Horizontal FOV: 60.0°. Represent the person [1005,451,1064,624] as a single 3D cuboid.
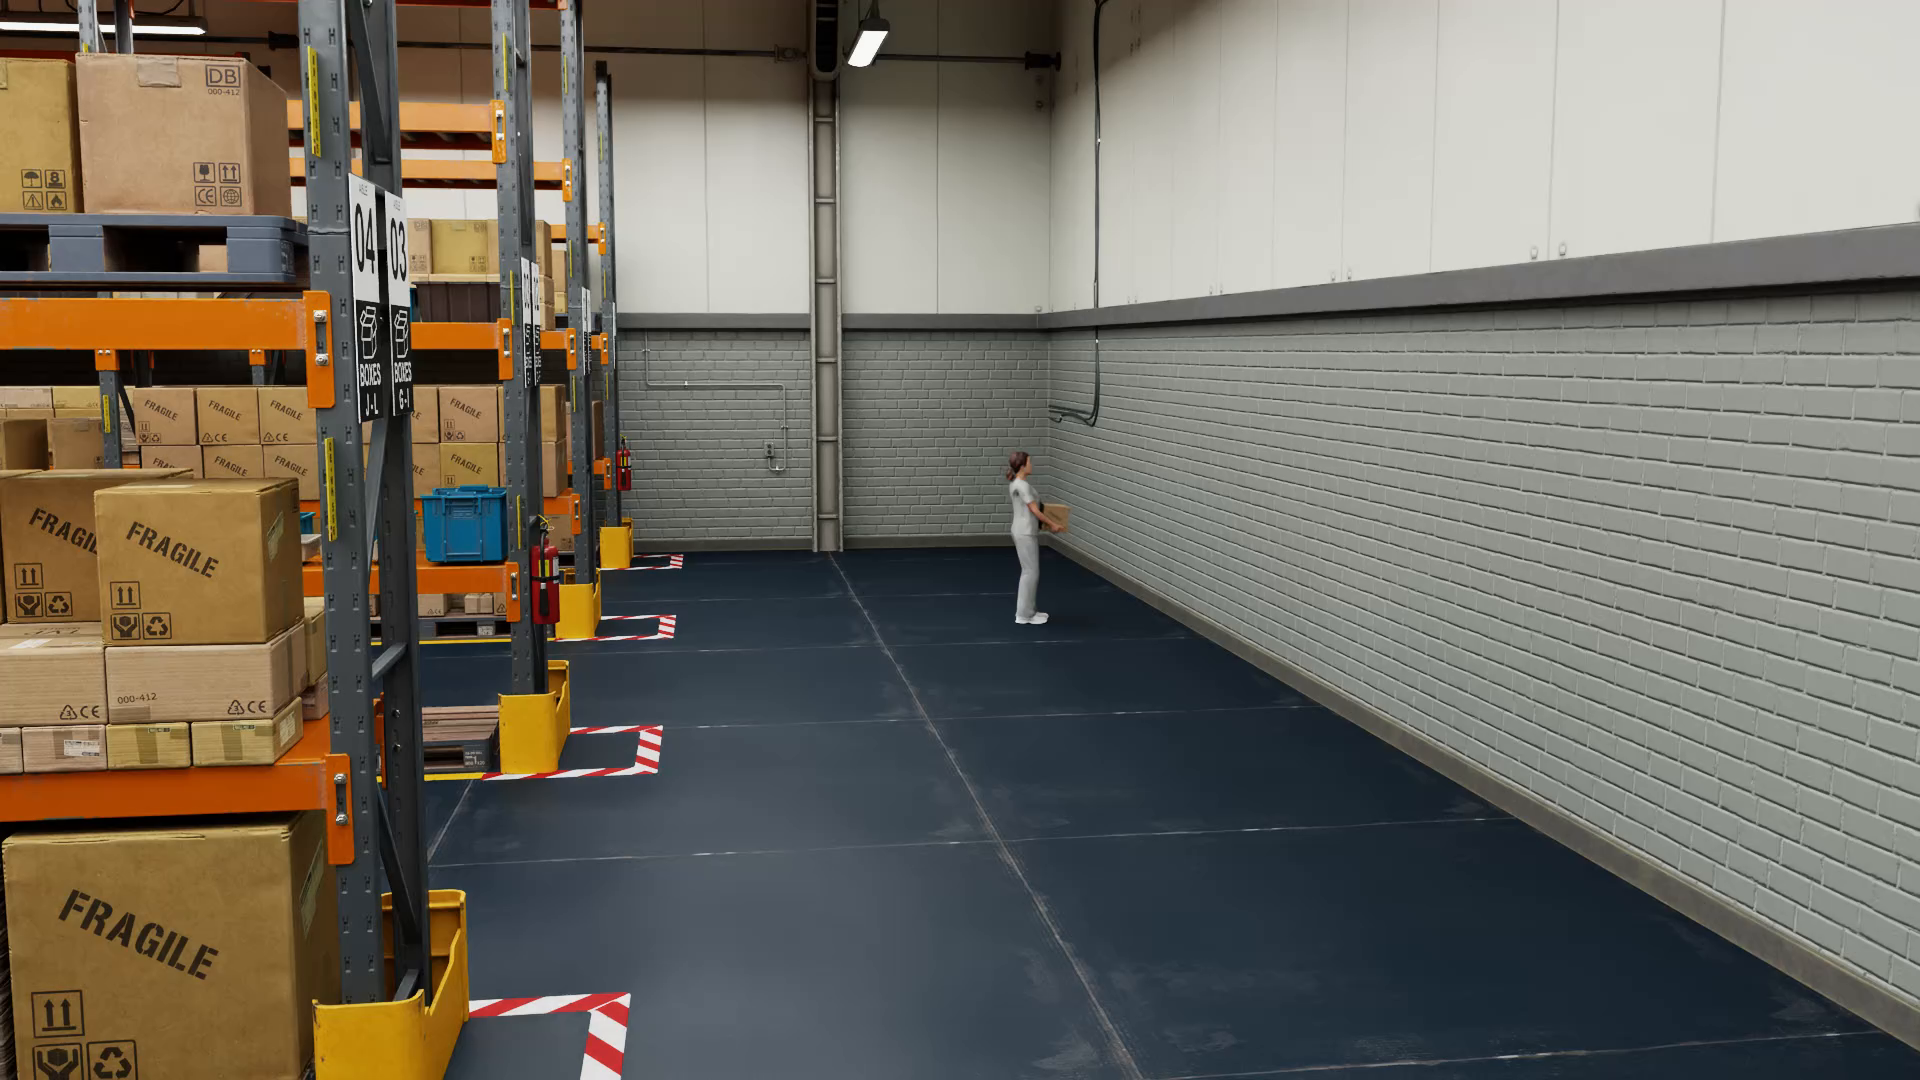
[{"bbox_3d":[0.708,-0.030,16.123,0.558,1.664,0.436,-1,7,-8],"label":"person"}]
